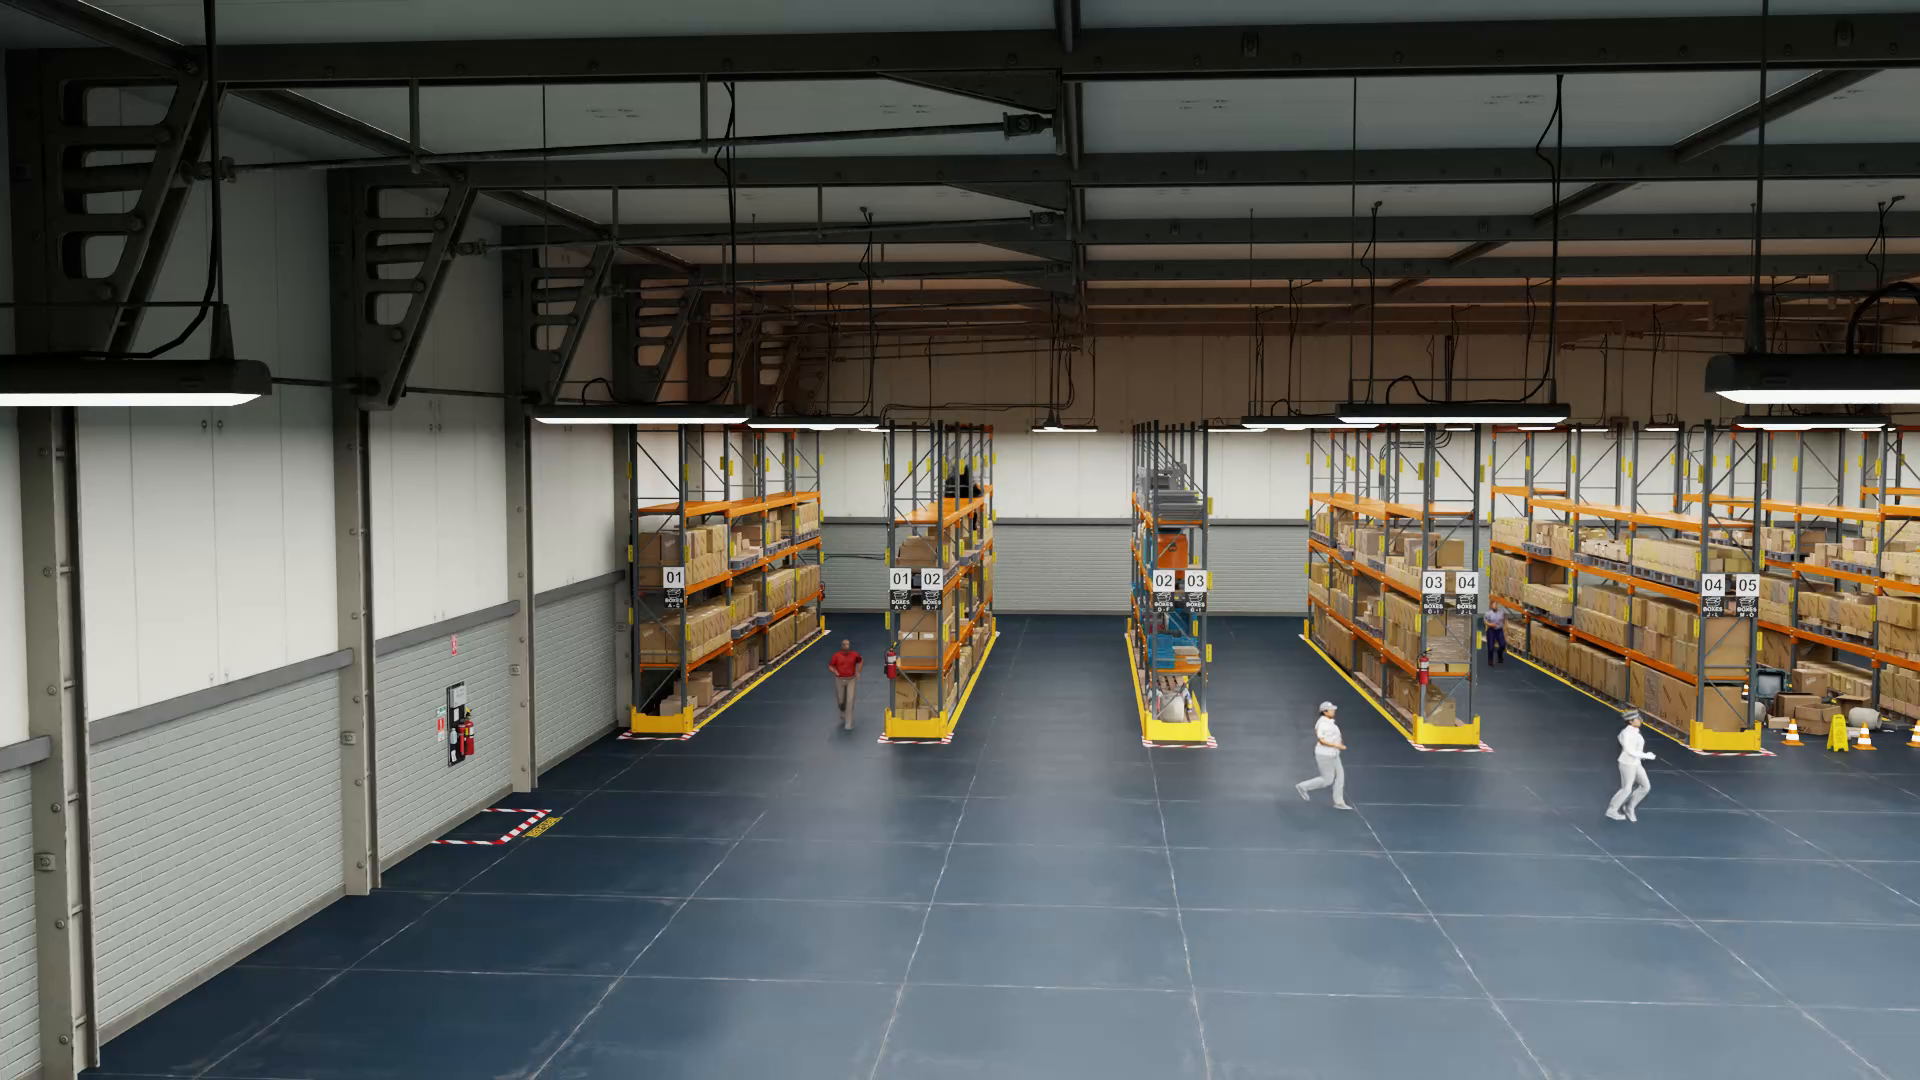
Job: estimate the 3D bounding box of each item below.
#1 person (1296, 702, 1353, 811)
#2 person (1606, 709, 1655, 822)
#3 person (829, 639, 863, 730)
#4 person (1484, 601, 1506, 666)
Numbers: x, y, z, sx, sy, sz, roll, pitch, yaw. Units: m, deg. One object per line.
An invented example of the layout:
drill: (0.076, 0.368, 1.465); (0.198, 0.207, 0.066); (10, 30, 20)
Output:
person: (5.583, 3.295, 25.402); (0.849, 1.658, 0.607); (1, 4, 21)
person: (9.916, 3.336, 24.538); (0.674, 1.714, 0.628); (2, 4, 34)
person: (-2.232, 2.799, 32.560); (0.664, 1.726, 0.954); (0, 4, -2)
person: (13.263, 2.318, 41.126); (0.606, 1.617, 0.608); (0, 4, 2)
